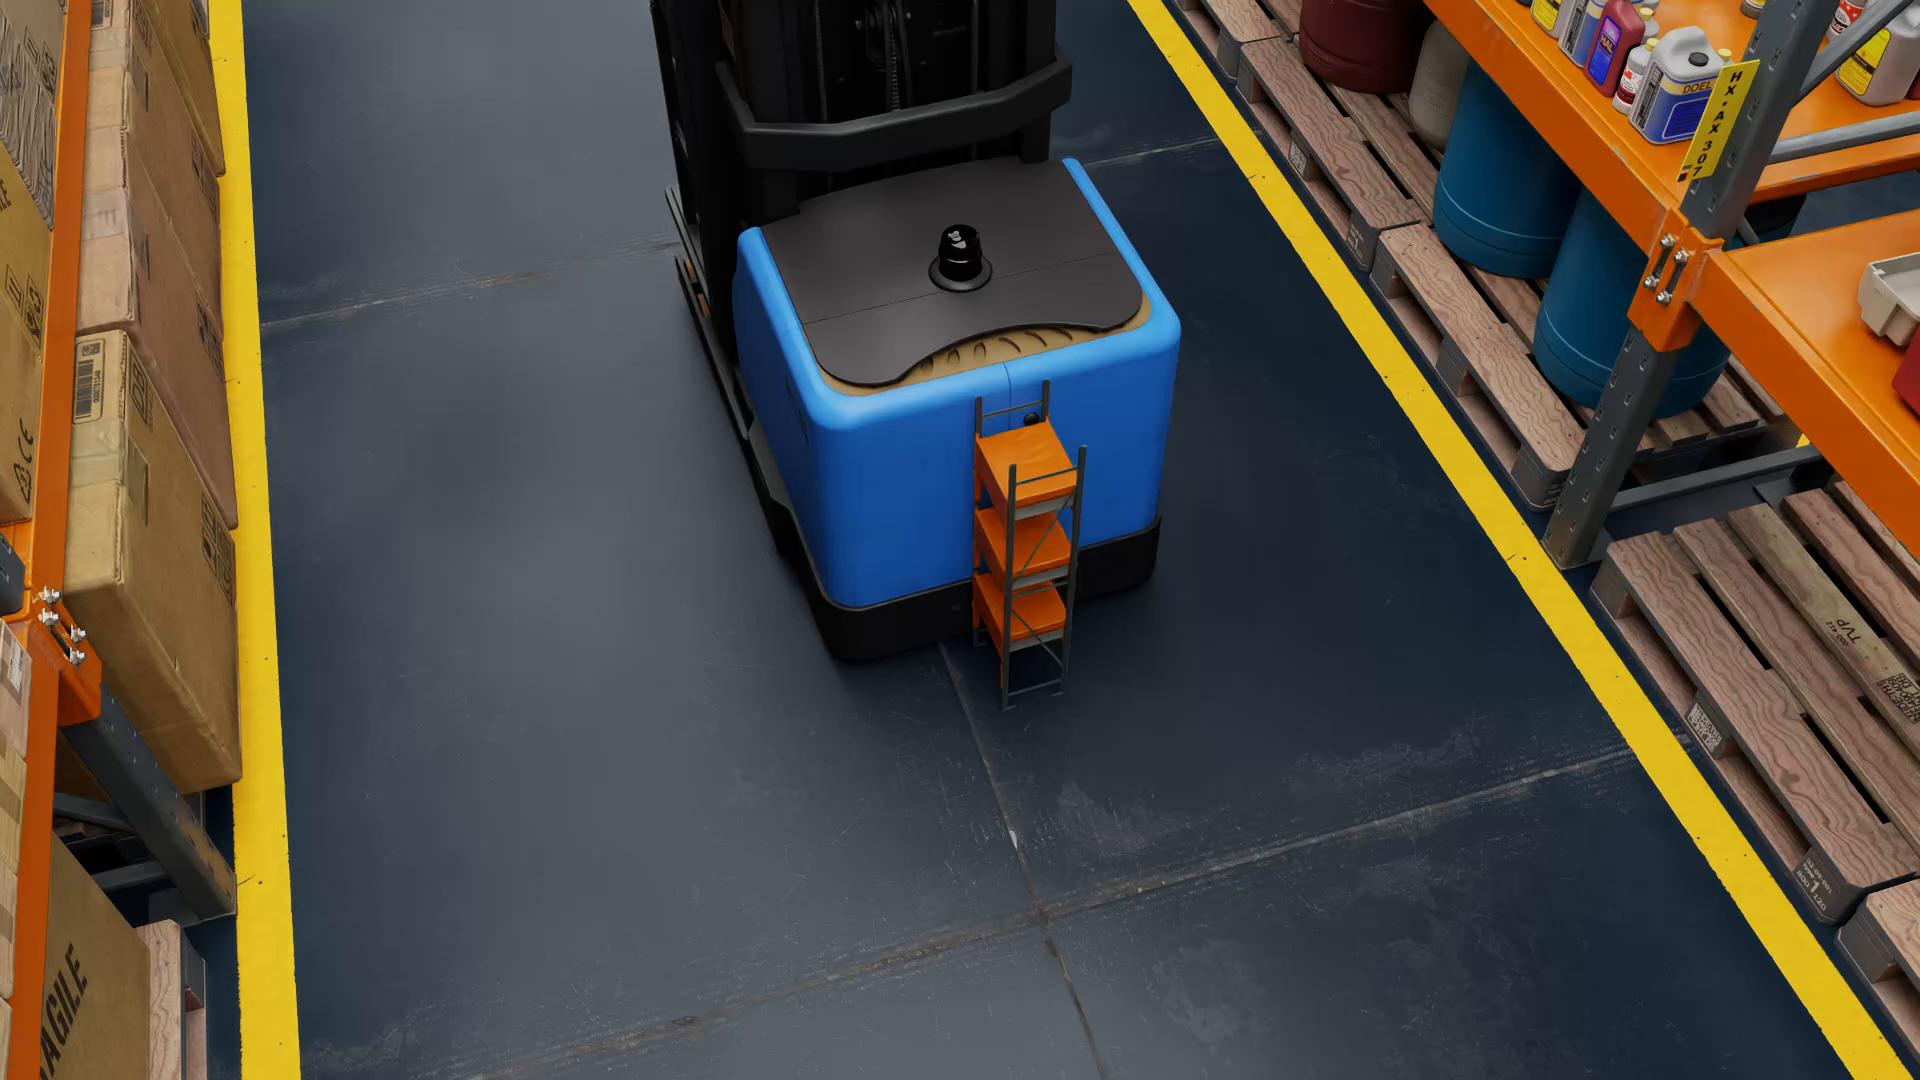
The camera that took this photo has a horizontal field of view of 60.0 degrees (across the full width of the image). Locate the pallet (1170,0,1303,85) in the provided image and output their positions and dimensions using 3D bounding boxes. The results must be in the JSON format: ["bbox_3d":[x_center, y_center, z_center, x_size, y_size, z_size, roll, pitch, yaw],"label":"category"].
[{"bbox_3d":[1.410,-2.479,7.202,1.003,0.211,1.213,-13,51,-11],"label":"pallet"}]

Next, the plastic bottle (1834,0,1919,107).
[{"bbox_3d":[2.514,-1.367,4.473,0.144,0.351,0.185,-13,51,-11],"label":"plastic bottle"}]

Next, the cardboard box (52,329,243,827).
[{"bbox_3d":[-2.620,0.184,4.248,1.225,0.875,0.875,-13,51,-11],"label":"cardboard box"}]

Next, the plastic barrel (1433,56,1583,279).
[{"bbox_3d":[1.966,-1.400,5.566,0.600,0.901,0.708,-13,51,-11],"label":"plastic barrel"}]

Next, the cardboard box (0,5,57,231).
[{"bbox_3d":[-2.606,-1.060,4.116,0.500,0.500,0.500,-14,51,-12],"label":"cardboard box"}]

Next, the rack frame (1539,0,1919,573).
[{"bbox_3d":[2.320,-1.023,4.150,1.000,3.000,0.127,-13,51,-11],"label":"rack frame"}]

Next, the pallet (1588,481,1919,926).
[{"bbox_3d":[2.575,0.404,4.771,1.003,0.211,1.213,-13,51,-11],"label":"pallet"}]

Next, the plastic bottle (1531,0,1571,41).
[{"bbox_3d":[1.736,-1.604,4.673,0.144,0.351,0.185,-13,51,-11],"label":"plastic bottle"}]

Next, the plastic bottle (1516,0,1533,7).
[{"bbox_3d":[1.681,-1.739,4.787,0.144,0.351,0.185,-13,51,-11],"label":"plastic bottle"}]

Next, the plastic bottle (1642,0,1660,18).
[{"bbox_3d":[1.900,-1.482,4.667,0.097,0.201,0.097,0,50,0],"label":"plastic bottle"}]

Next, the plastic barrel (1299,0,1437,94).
[{"bbox_3d":[1.632,-2.124,6.381,0.600,0.588,0.708,-13,51,-11],"label":"plastic barrel"}]

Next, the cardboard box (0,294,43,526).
[{"bbox_3d":[-2.308,-0.328,3.499,0.500,0.500,0.500,-13,51,-11],"label":"cardboard box"}]

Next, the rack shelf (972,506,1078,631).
[{"bbox_3d":[0.174,0.053,4.533,0.215,0.259,0.240,-15,52,-12],"label":"rack shelf"}]

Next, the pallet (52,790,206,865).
[{"bbox_3d":[-2.711,0.449,4.733,1.003,0.211,1.213,-13,51,-11],"label":"pallet"}]

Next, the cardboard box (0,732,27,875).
[{"bbox_3d":[-1.932,0.515,3.018,0.380,0.149,0.250,-12,51,-10],"label":"cardboard box"}]

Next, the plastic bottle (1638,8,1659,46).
[{"bbox_3d":[1.853,-1.363,4.567,0.097,0.201,0.097,0,50,0],"label":"plastic bottle"}]

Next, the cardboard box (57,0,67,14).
[{"bbox_3d":[-2.913,-1.808,4.747,0.500,0.500,0.500,-15,51,-12],"label":"cardboard box"}]

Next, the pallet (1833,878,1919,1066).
[{"bbox_3d":[2.939,1.297,4.019,1.003,0.211,1.213,-13,51,-11],"label":"pallet"}]

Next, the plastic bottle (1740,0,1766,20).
[{"bbox_3d":[2.325,-1.608,4.774,0.097,0.201,0.097,0,50,0],"label":"plastic bottle"}]

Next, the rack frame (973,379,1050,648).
[{"bbox_3d":[0.134,-0.042,4.599,0.200,1.050,0.008,-15,52,-12],"label":"rack frame"}]

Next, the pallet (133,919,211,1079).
[{"bbox_3d":[-2.261,1.569,3.789,1.003,0.211,1.213,-13,51,-11],"label":"pallet"}]

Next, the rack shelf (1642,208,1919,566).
[{"bbox_3d":[2.912,0.670,3.194,1.077,0.370,4.000,-13,51,-11],"label":"rack shelf"}]

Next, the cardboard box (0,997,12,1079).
[{"bbox_3d":[-1.780,0.890,2.702,0.380,0.149,0.250,-12,51,-10],"label":"cardboard box"}]

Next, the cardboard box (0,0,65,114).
[{"bbox_3d":[-2.763,-1.436,4.434,0.500,0.500,0.500,-12,51,-10],"label":"cardboard box"}]

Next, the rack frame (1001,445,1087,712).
[{"bbox_3d":[0.215,0.134,4.450,0.200,1.050,0.008,-15,52,-12],"label":"rack frame"}]

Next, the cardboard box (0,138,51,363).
[{"bbox_3d":[-2.458,-0.695,3.808,0.500,0.500,0.500,-13,51,-11],"label":"cardboard box"}]

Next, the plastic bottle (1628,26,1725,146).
[{"bbox_3d":[1.895,-1.198,4.379,0.152,0.276,0.135,-13,51,-11],"label":"plastic bottle"}]

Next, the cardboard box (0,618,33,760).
[{"bbox_3d":[-2.008,0.327,3.177,0.380,0.149,0.250,-13,51,-11],"label":"cardboard box"}]

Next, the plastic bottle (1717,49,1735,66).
[{"bbox_3d":[2.008,-1.215,4.443,0.097,0.201,0.097,0,50,0],"label":"plastic bottle"}]

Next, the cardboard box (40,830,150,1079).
[{"bbox_3d":[-2.292,1.147,3.436,0.875,0.875,0.875,-13,51,-11],"label":"cardboard box"}]

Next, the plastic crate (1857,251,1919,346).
[{"bbox_3d":[2.321,-0.585,3.914,0.396,0.136,0.243,-13,51,-11],"label":"plastic crate"}]

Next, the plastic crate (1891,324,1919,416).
[{"bbox_3d":[2.345,-0.354,3.505,0.402,0.464,0.583,-13,51,-11],"label":"plastic crate"}]

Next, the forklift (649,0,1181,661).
[{"bbox_3d":[-0.369,-1.747,4.806,1.130,2.935,3.031,-15,52,-12],"label":"forklift"}]

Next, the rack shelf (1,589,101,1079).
[{"bbox_3d":[-1.820,1.790,2.250,1.077,0.370,4.000,-13,51,-11],"label":"rack shelf"}]

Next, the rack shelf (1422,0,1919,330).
[{"bbox_3d":[1.729,-2.252,5.657,1.077,0.370,4.000,-13,51,-11],"label":"rack shelf"}]

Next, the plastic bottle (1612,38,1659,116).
[{"bbox_3d":[1.834,-1.252,4.473,0.097,0.201,0.097,0,50,0],"label":"plastic bottle"}]

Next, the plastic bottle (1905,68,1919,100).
[{"bbox_3d":[2.619,-1.349,4.502,0.061,0.283,0.133,-13,51,-11],"label":"plastic bottle"}]

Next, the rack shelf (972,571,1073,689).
[{"bbox_3d":[0.174,0.232,4.745,0.215,0.259,0.240,-15,52,-12],"label":"rack shelf"}]

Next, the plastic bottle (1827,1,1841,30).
[{"bbox_3d":[2.499,-1.594,4.716,0.097,0.271,0.097,0,50,0],"label":"plastic bottle"}]

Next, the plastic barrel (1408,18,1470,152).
[{"bbox_3d":[1.885,-1.707,6.080,0.421,0.512,0.421,0,50,0],"label":"plastic barrel"}]

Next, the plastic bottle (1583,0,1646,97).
[{"bbox_3d":[1.783,-1.359,4.510,0.061,0.283,0.133,-13,51,-11],"label":"plastic bottle"}]

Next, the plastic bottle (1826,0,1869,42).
[{"bbox_3d":[2.528,-1.501,4.683,0.097,0.201,0.097,0,50,0],"label":"plastic bottle"}]

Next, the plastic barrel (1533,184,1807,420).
[{"bbox_3d":[2.176,-0.883,5.130,0.600,0.901,0.708,-13,51,-11],"label":"plastic barrel"}]

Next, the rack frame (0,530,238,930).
[{"bbox_3d":[-2.411,0.097,3.206,1.000,3.000,0.127,-13,51,-11],"label":"rack frame"}]

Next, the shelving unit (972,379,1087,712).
[{"bbox_3d":[0.174,0.046,4.525,0.215,1.050,0.252,-15,52,-12],"label":"shelving unit"}]

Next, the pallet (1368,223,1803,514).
[{"bbox_3d":[2.132,-0.697,5.699,1.003,0.211,1.213,-13,51,-11],"label":"pallet"}]

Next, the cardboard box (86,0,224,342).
[{"bbox_3d":[-3.154,-1.113,5.342,1.225,0.875,0.875,-13,51,-11],"label":"cardboard box"}]

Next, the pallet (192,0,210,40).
[{"bbox_3d":[-3.824,-2.497,7.217,1.003,0.211,1.213,-13,51,-11],"label":"pallet"}]

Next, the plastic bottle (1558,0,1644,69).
[{"bbox_3d":[1.787,-1.464,4.604,0.152,0.276,0.135,-13,51,-11],"label":"plastic bottle"}]

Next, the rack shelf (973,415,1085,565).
[{"bbox_3d":[0.174,-0.130,4.316,0.215,0.259,0.240,-15,52,-12],"label":"rack shelf"}]

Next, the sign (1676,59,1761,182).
[{"bbox_3d":[1.794,-0.989,3.941,0.100,0.325,0.005,-13,51,-11],"label":"sign"}]

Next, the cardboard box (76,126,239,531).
[{"bbox_3d":[-2.885,-0.469,4.798,1.225,0.875,0.875,-15,51,-12],"label":"cardboard box"}]

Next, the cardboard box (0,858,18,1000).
[{"bbox_3d":[-1.856,0.702,2.860,0.380,0.149,0.250,-14,51,-12],"label":"cardboard box"}]

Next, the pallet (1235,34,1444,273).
[{"bbox_3d":[1.767,-1.590,6.452,1.003,0.211,1.213,-13,51,-11],"label":"pallet"}]

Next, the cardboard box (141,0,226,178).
[{"bbox_3d":[-3.410,-1.766,5.892,1.225,0.875,0.875,-15,52,-13],"label":"cardboard box"}]

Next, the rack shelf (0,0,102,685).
[{"bbox_3d":[-3.003,-1.132,4.713,1.077,0.370,4.000,-13,51,-11],"label":"rack shelf"}]
